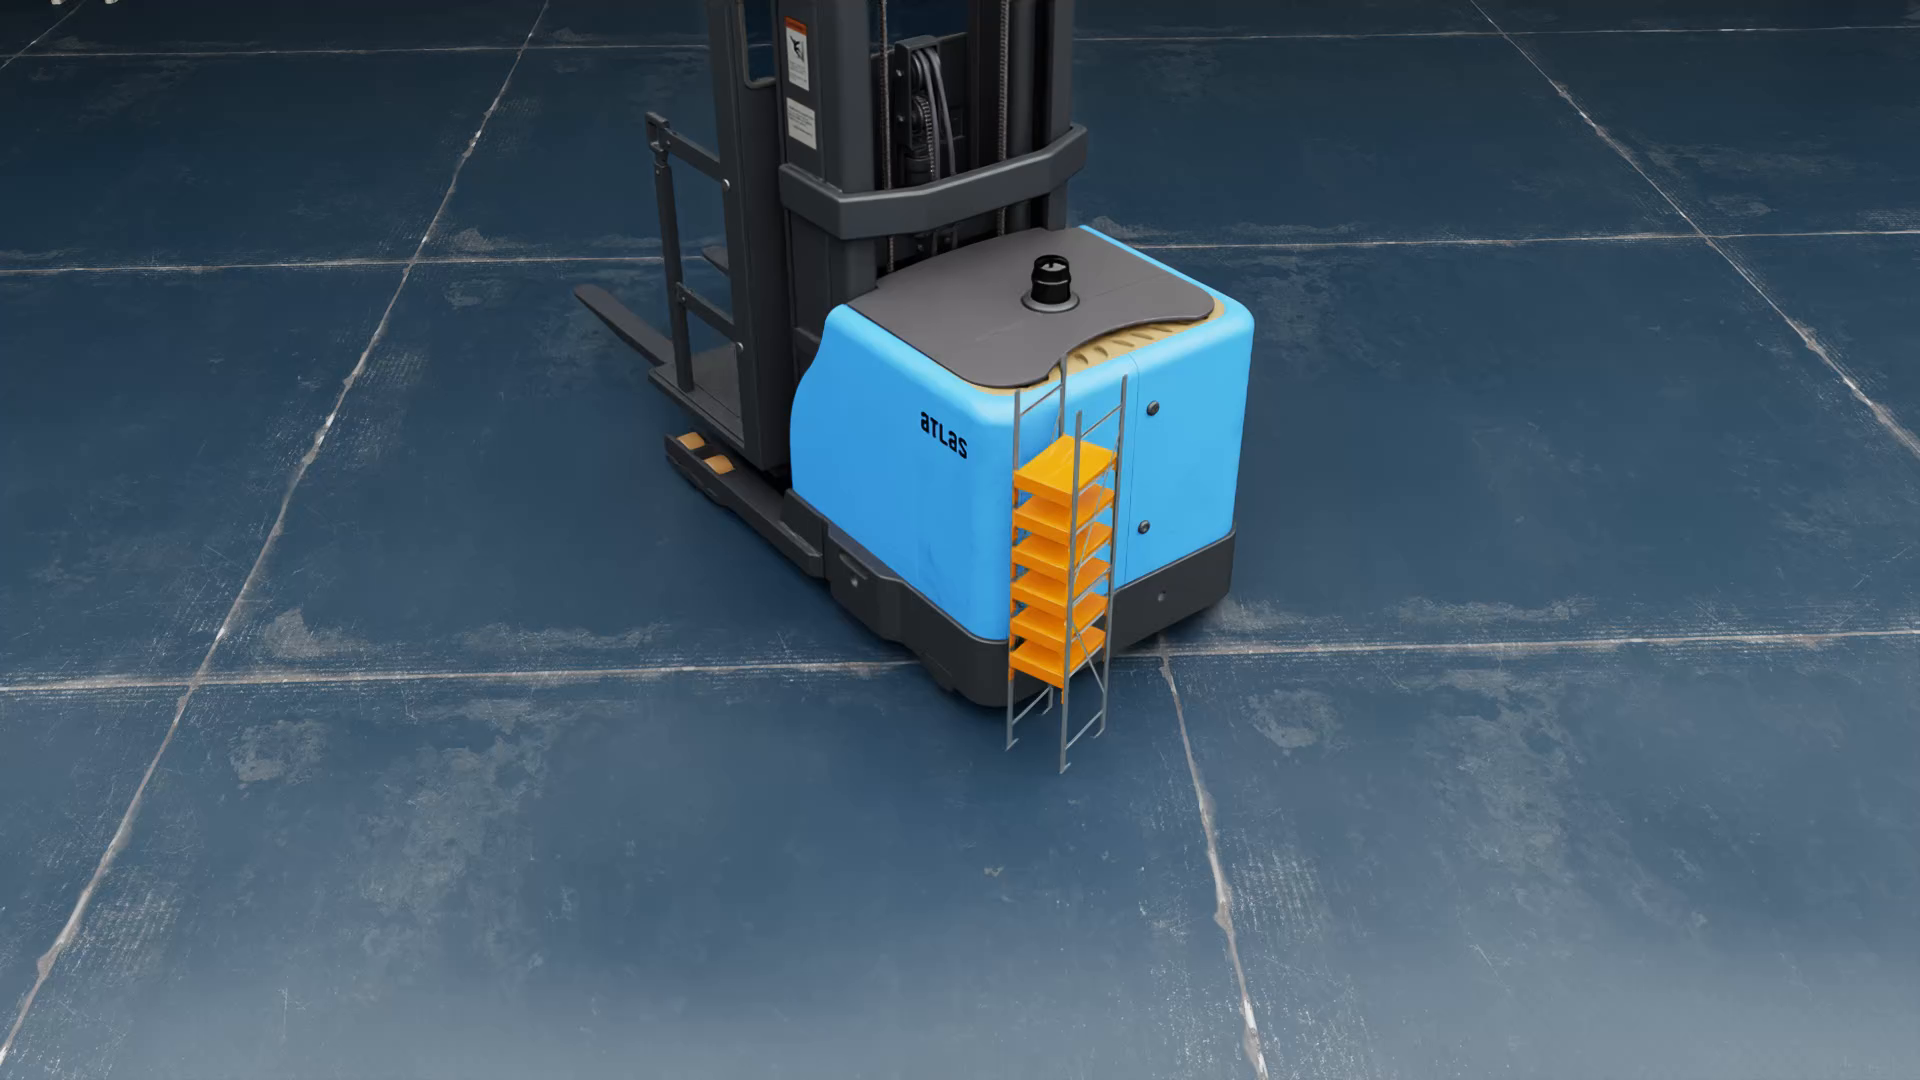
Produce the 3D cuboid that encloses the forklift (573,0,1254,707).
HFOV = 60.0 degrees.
[{"bbox_3d":[-0.415,-1.494,5.333,1.130,2.935,3.031,-23,41,-30],"label":"forklift"}]

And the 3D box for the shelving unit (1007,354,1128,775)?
[{"bbox_3d":[0.283,0.095,4.559,0.189,1.200,0.258,22,40,29],"label":"shelving unit"}]

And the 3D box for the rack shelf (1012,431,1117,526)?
[{"bbox_3d":[0.283,-0.165,4.379,0.180,0.103,0.258,22,40,29],"label":"rack shelf"}]

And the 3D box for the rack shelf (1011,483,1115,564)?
[{"bbox_3d":[0.283,-0.066,4.448,0.180,0.103,0.258,22,40,29],"label":"rack shelf"}]

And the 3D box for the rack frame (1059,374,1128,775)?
[{"bbox_3d":[0.357,0.125,4.515,0.006,1.200,0.240,22,40,29],"label":"rack frame"}]

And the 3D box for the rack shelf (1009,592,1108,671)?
[{"bbox_3d":[0.283,0.230,4.652,0.180,0.103,0.258,22,40,29],"label":"rack shelf"}]

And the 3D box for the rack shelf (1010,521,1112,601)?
[{"bbox_3d":[0.283,0.033,4.516,0.180,0.103,0.258,22,40,29],"label":"rack shelf"}]

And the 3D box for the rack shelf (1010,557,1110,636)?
[{"bbox_3d":[0.283,0.131,4.584,0.180,0.103,0.258,22,40,29],"label":"rack shelf"}]

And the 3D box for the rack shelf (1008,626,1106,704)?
[{"bbox_3d":[0.283,0.329,4.721,0.180,0.103,0.258,22,40,29],"label":"rack shelf"}]

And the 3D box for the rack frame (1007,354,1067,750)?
[{"bbox_3d":[0.208,0.064,4.603,0.006,1.200,0.240,22,40,29],"label":"rack frame"}]
